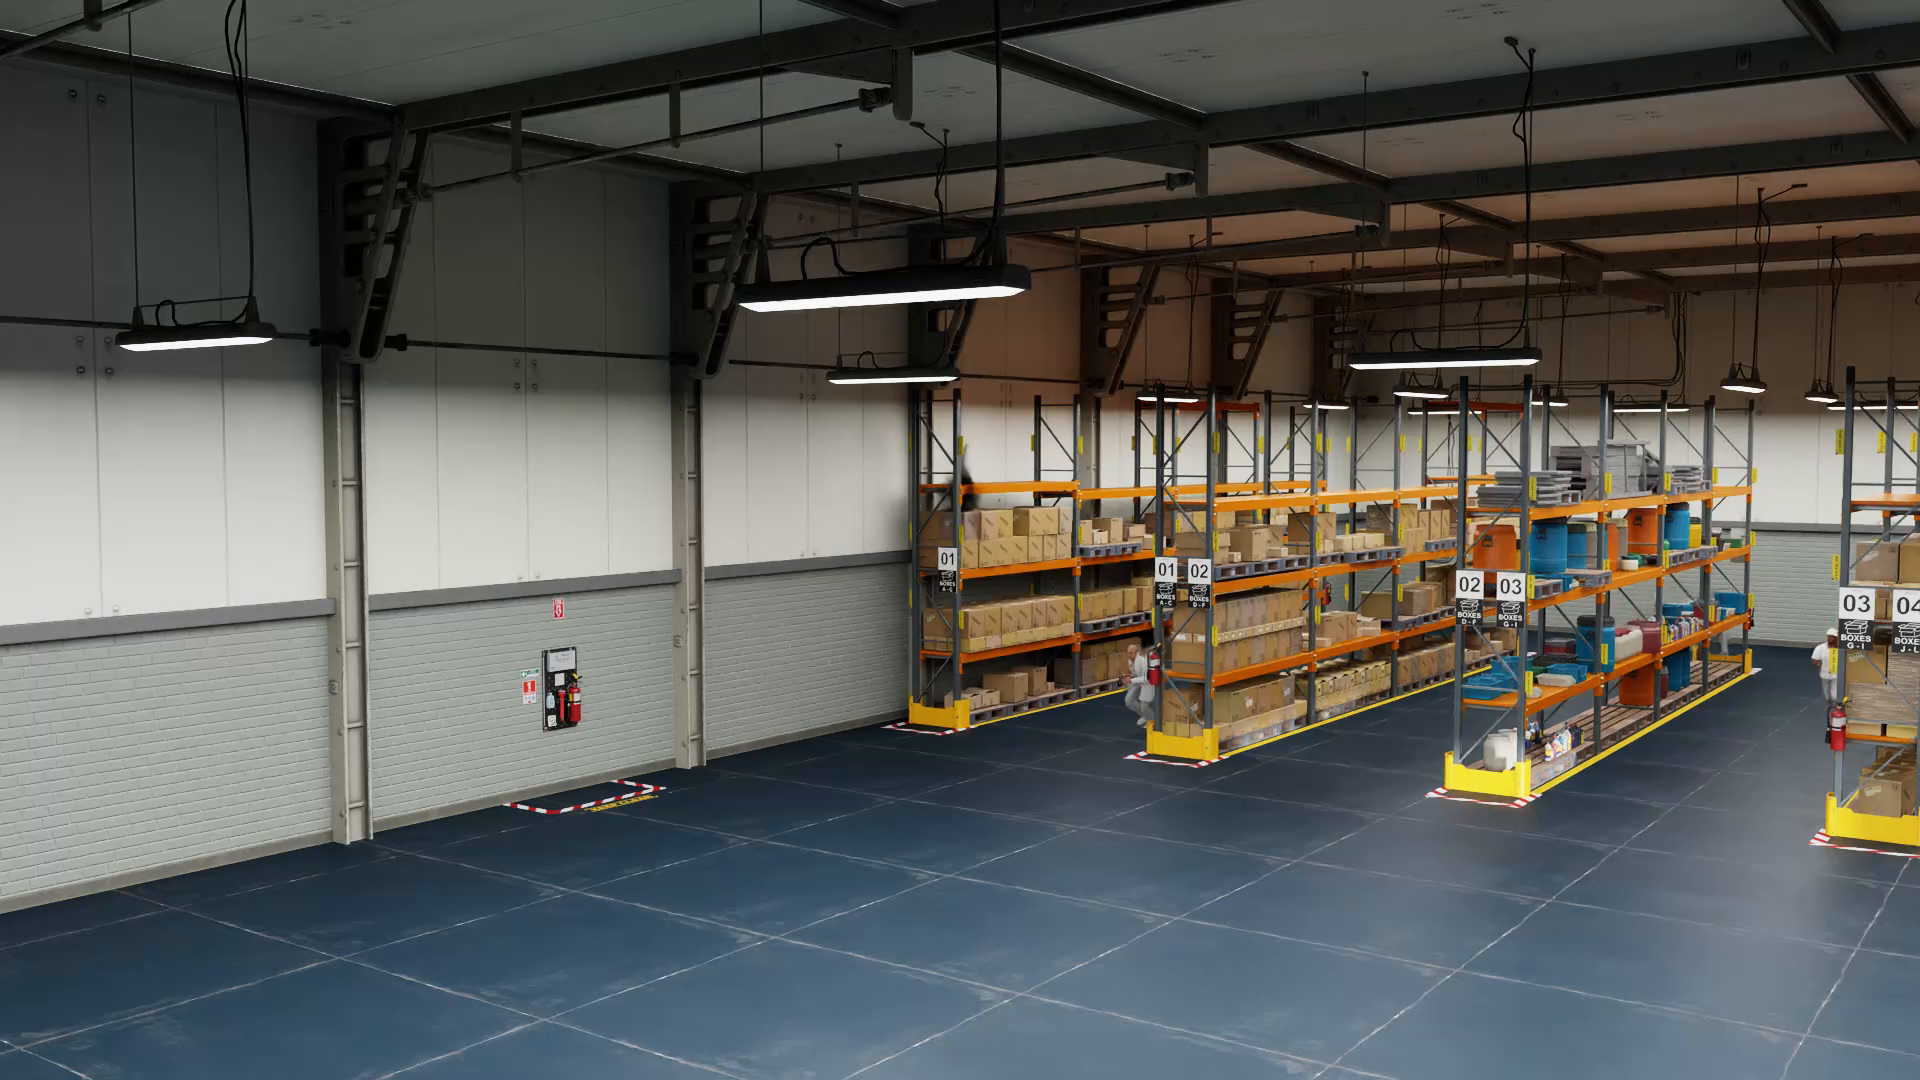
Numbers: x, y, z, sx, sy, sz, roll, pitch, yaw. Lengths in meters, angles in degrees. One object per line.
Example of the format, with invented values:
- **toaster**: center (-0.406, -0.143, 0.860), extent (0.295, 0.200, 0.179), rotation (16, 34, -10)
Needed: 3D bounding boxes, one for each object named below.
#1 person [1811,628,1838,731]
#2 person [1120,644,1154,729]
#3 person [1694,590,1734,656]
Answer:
- **person**: center (15.373, 2.457, 29.290), extent (0.679, 1.811, 0.825), rotation (3, 4, 43)
- **person**: center (3.145, 2.564, 28.999), extent (1.042, 1.547, 0.726), rotation (-2, 4, -34)
- **person**: center (17.947, 1.971, 39.582), extent (0.603, 1.633, 0.959), rotation (-3, 4, -42)
